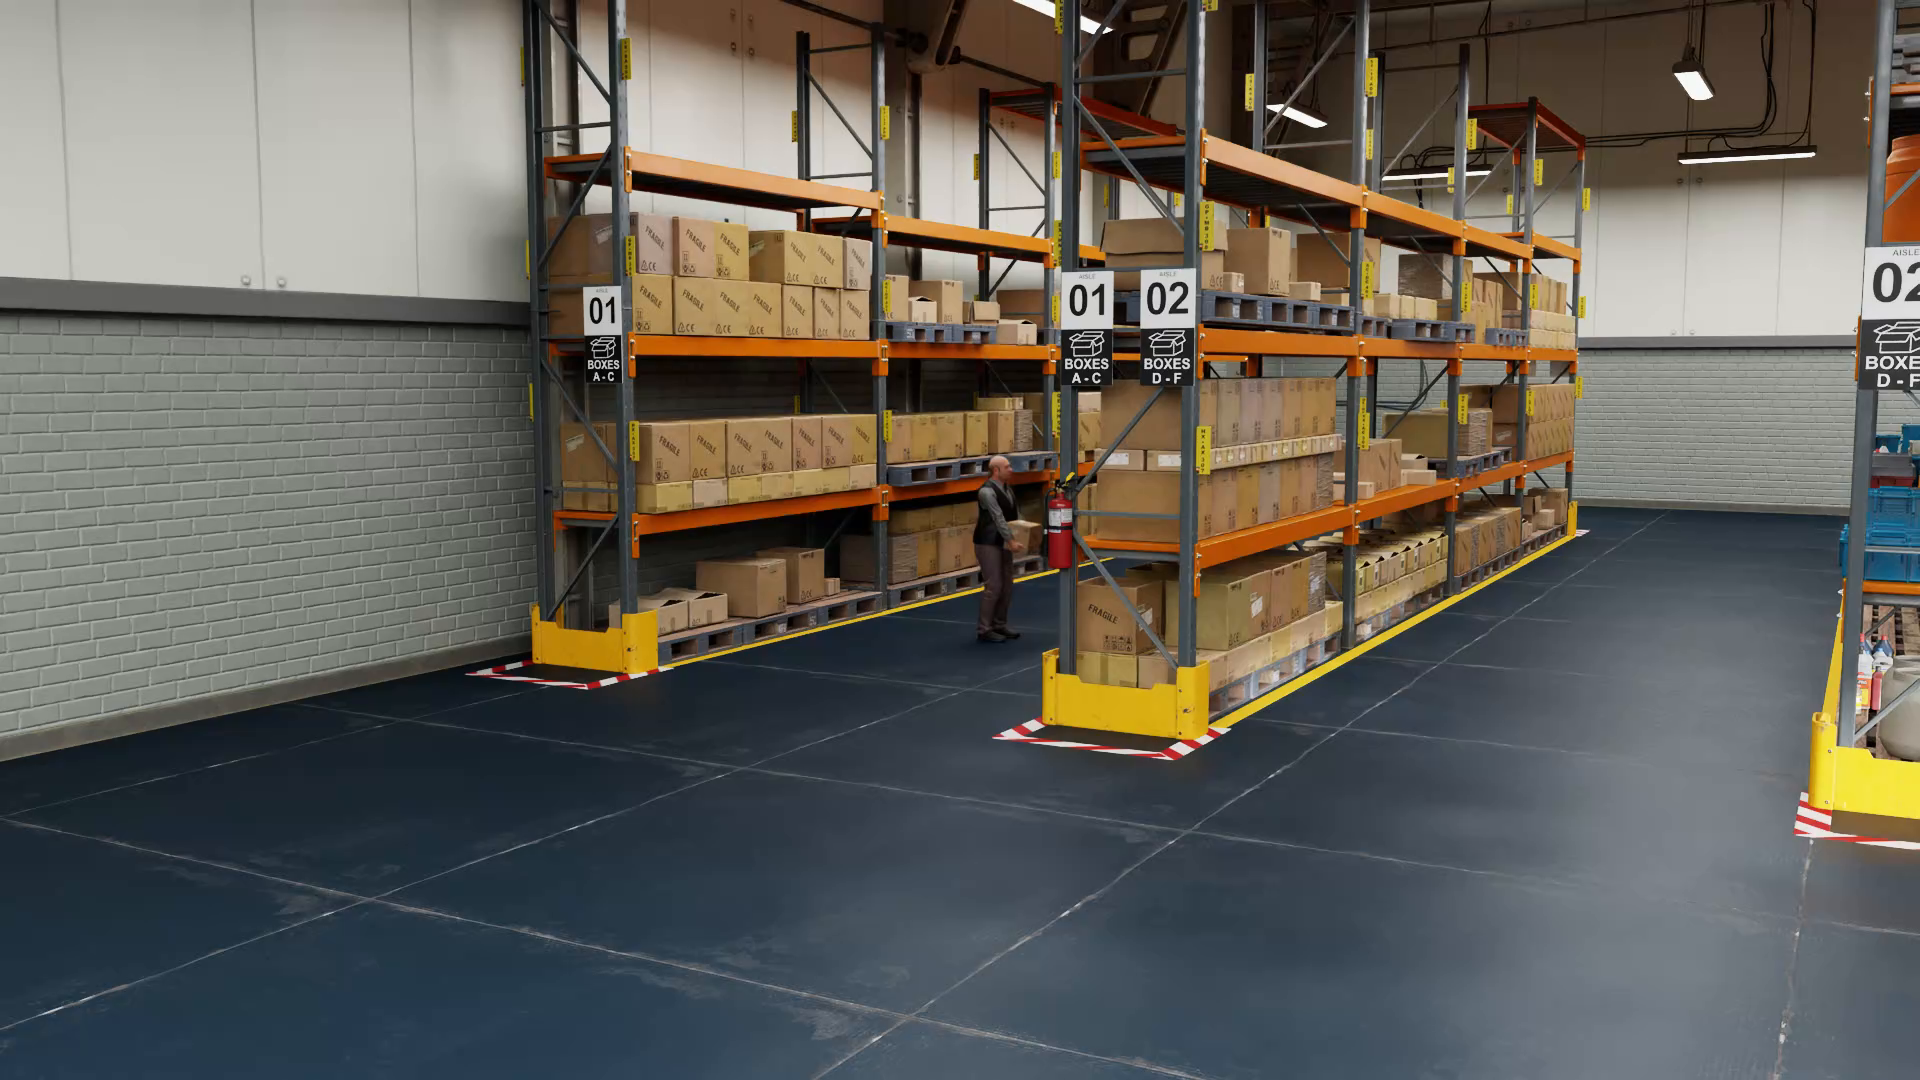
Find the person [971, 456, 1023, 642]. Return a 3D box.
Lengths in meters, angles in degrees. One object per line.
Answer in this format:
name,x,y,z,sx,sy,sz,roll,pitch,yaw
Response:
person,0.412,0.075,15.525,0.552,1.720,0.502,3,7,28
